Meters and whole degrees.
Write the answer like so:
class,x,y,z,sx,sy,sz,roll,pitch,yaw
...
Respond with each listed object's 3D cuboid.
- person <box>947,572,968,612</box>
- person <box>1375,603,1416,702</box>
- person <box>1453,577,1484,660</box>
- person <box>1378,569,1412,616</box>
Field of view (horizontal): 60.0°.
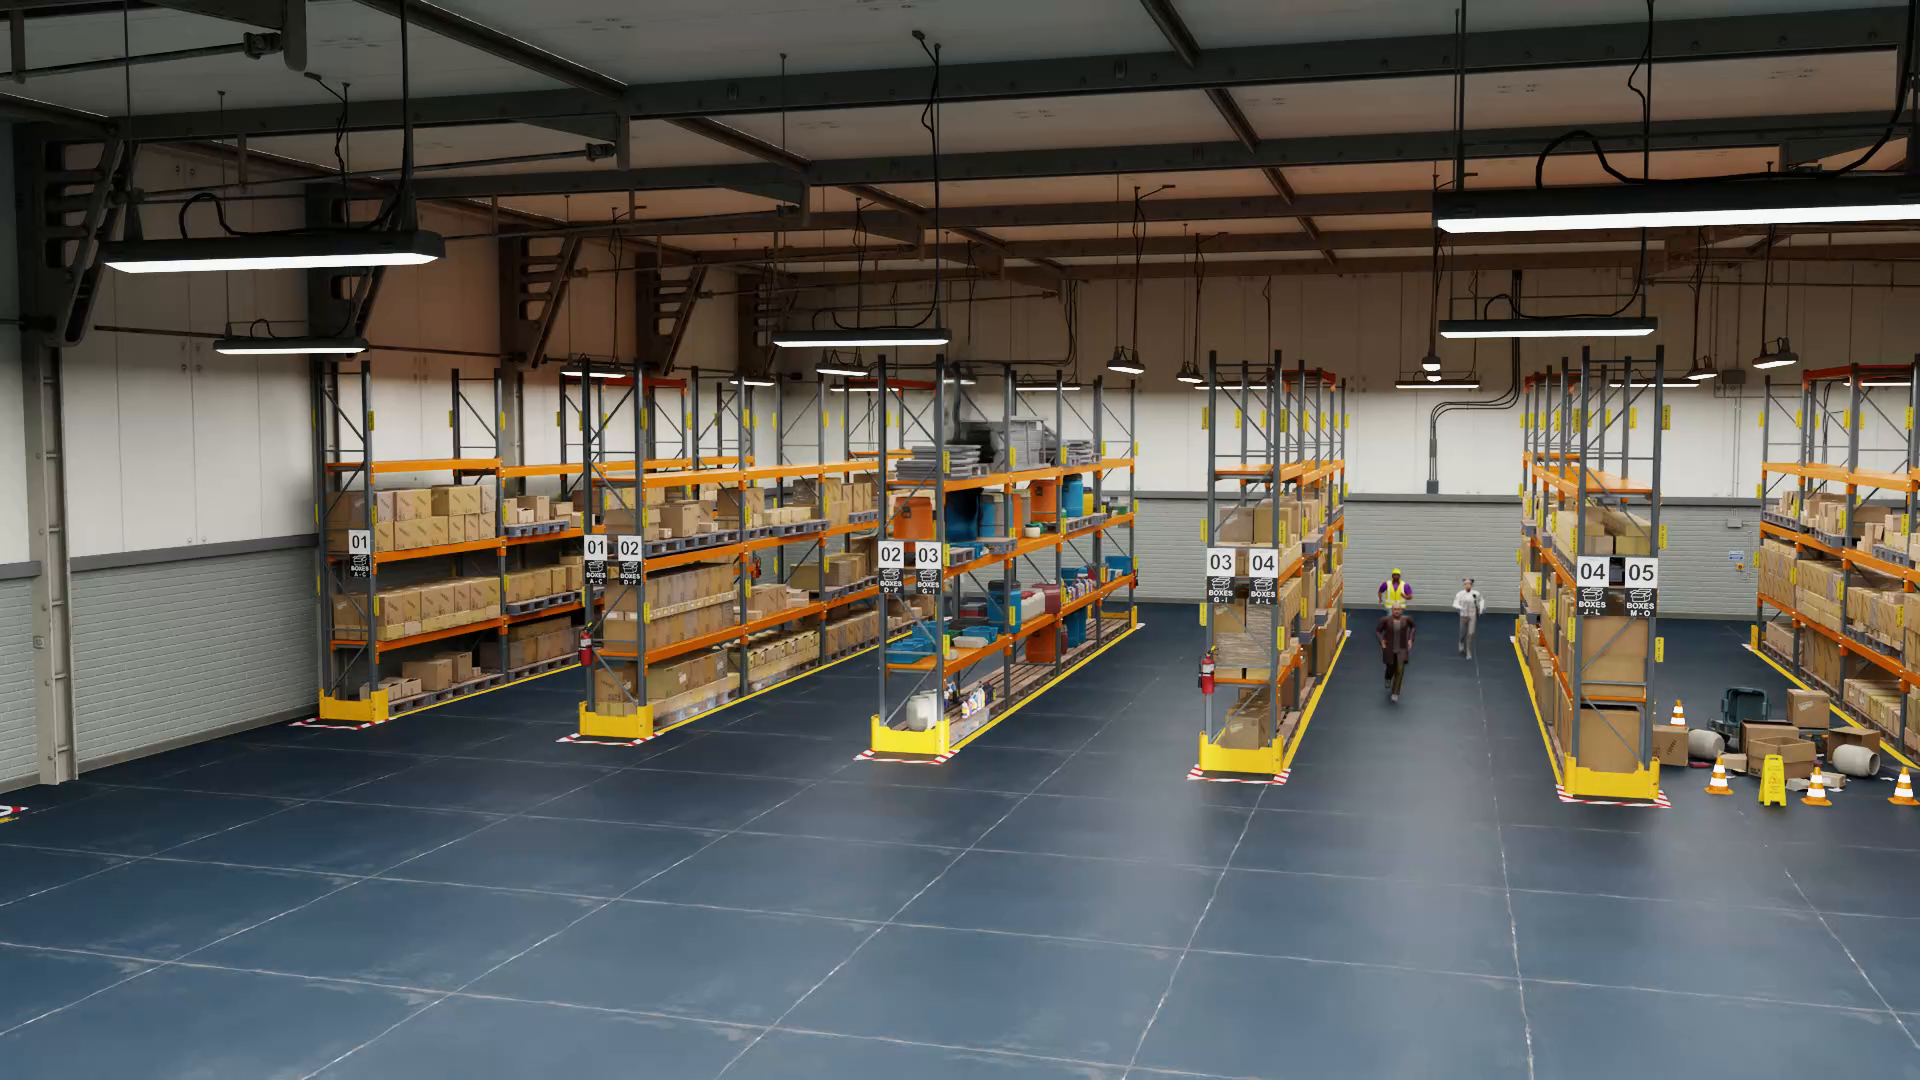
class,x,y,z,sx,sy,sz,roll,pitch,yaw
person,-0.130,1.098,42.492,0.670,1.766,0.837,-4,5,-41
person,7.875,1.996,30.068,0.736,1.751,1.017,1,4,7
person,10.793,1.640,35.298,0.623,1.710,0.933,1,4,18
person,9.486,1.506,36.223,0.693,1.778,0.946,1,4,7
